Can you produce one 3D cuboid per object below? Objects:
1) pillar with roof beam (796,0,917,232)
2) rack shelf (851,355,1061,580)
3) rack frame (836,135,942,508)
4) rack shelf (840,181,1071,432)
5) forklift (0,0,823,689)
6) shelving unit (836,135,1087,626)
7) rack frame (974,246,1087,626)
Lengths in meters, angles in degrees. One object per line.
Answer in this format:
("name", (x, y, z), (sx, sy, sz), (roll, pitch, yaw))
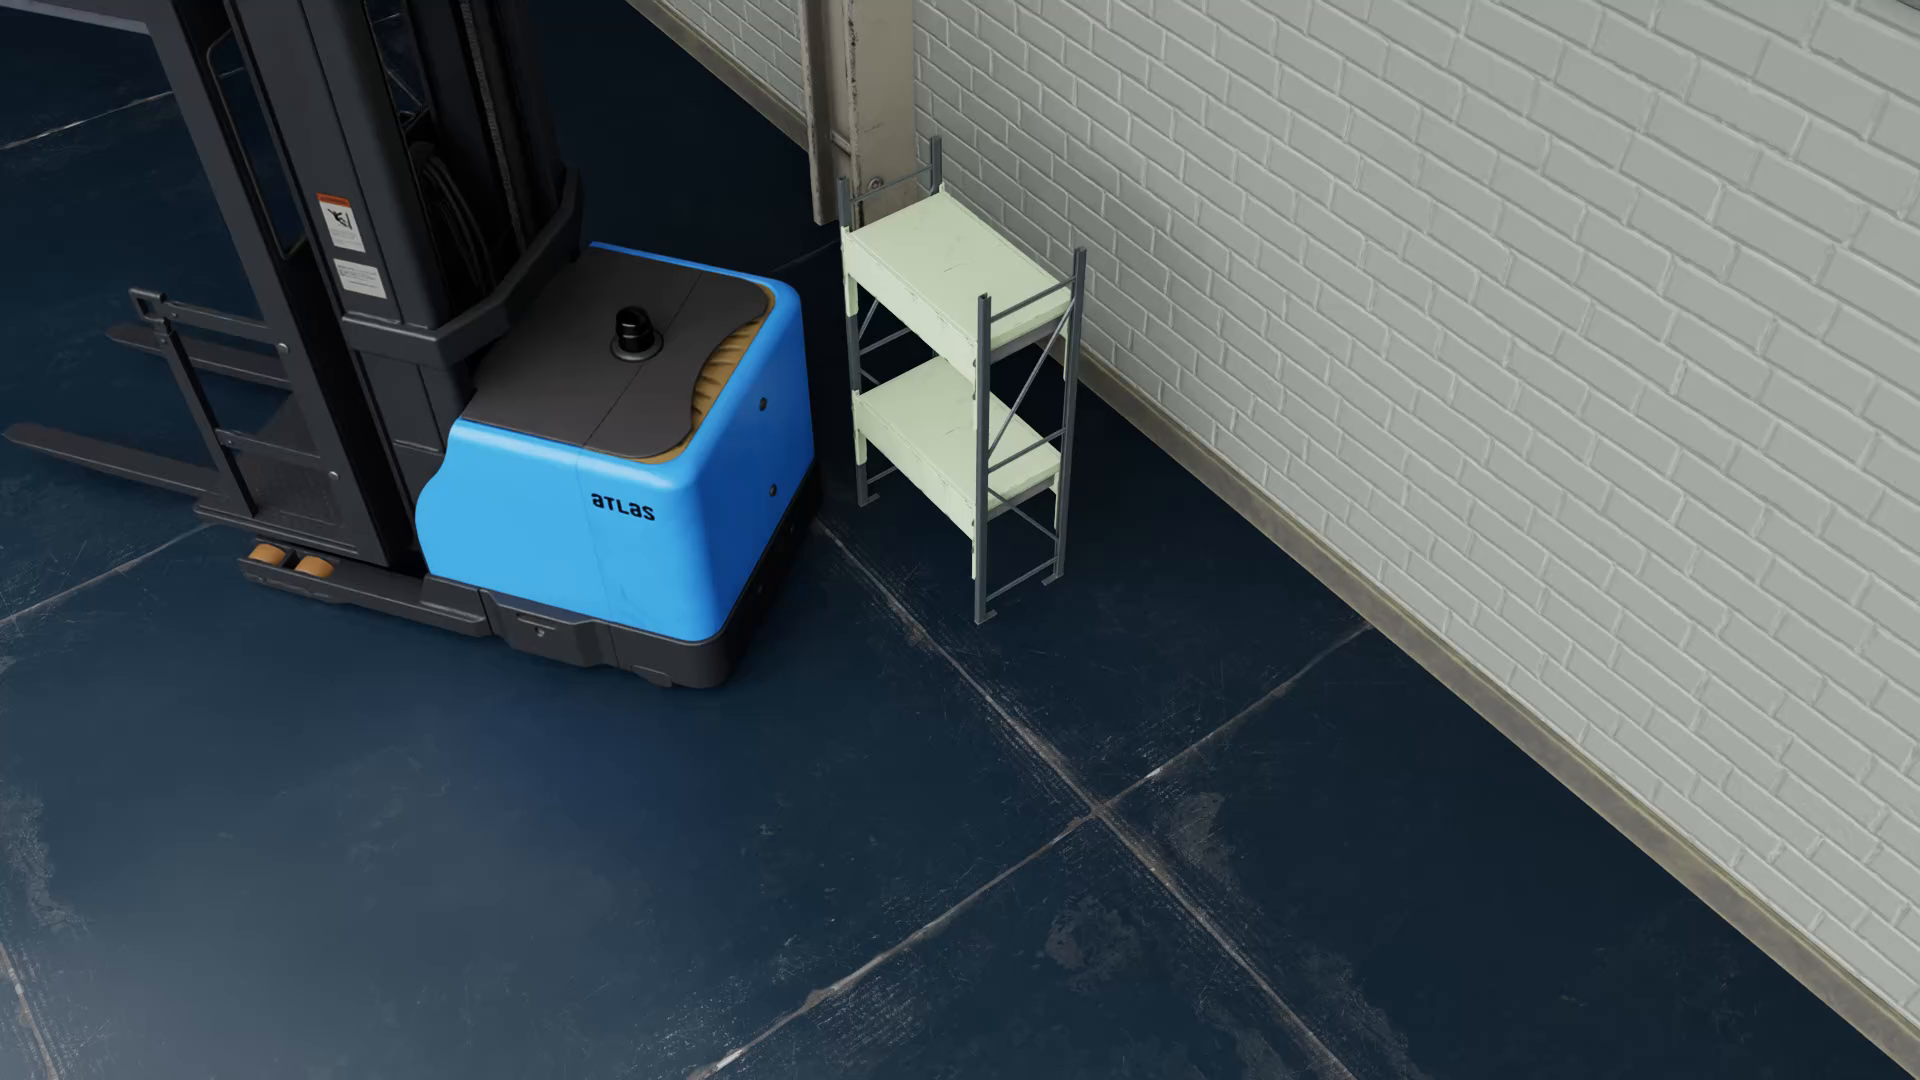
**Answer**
("pillar with roof beam", (-3.852, -2.502, 2.444), (9.100, 9.000, 0.400), (-29, 54, -24))
("rack shelf", (-0.004, -0.289, 5.939), (0.431, 0.370, 0.720), (-29, 54, -24))
("rack frame", (-0.226, -0.723, 5.894), (0.400, 1.500, 0.023), (-29, 54, -24))
("rack shelf", (-0.004, -0.770, 5.409), (0.431, 0.370, 0.720), (-29, 54, -24))
("forklift", (-2.095, -1.124, 5.290), (3.031, 2.935, 1.130), (14, 49, 12))
("shelving unit", (-0.004, -0.508, 5.698), (0.431, 1.500, 0.755), (-29, 54, -24))
("rack frame", (0.218, -0.292, 5.502), (0.400, 1.500, 0.023), (-29, 54, -24))
